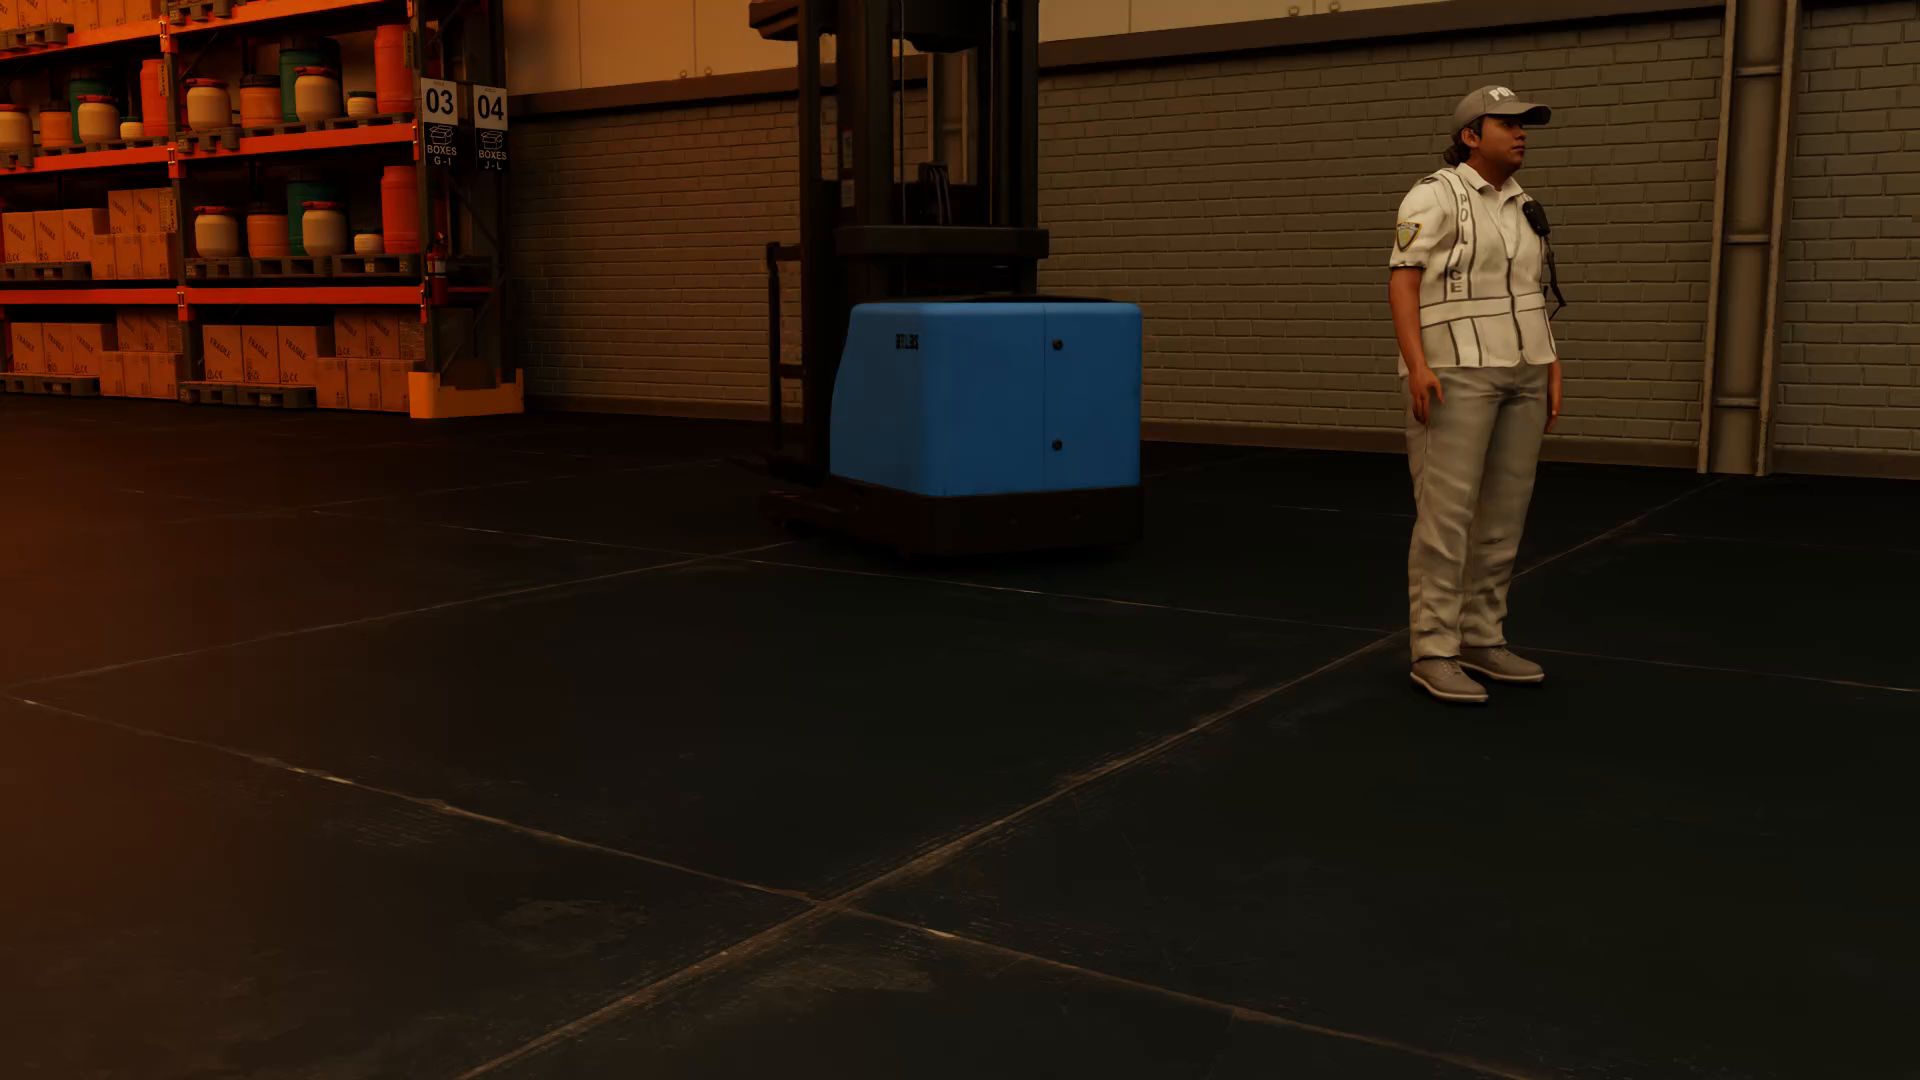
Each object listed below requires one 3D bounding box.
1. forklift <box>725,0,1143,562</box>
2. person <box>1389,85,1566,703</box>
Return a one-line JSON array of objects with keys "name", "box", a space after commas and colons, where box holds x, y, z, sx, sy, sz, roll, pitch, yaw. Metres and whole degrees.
[{"name": "forklift", "box": [-0.337, -1.532, 7.965, 1.130, 2.935, 3.031, -4, 9, -27]}, {"name": "person", "box": [1.491, -0.430, 4.661, 0.598, 1.670, 0.529, -4, 9, -26]}]
